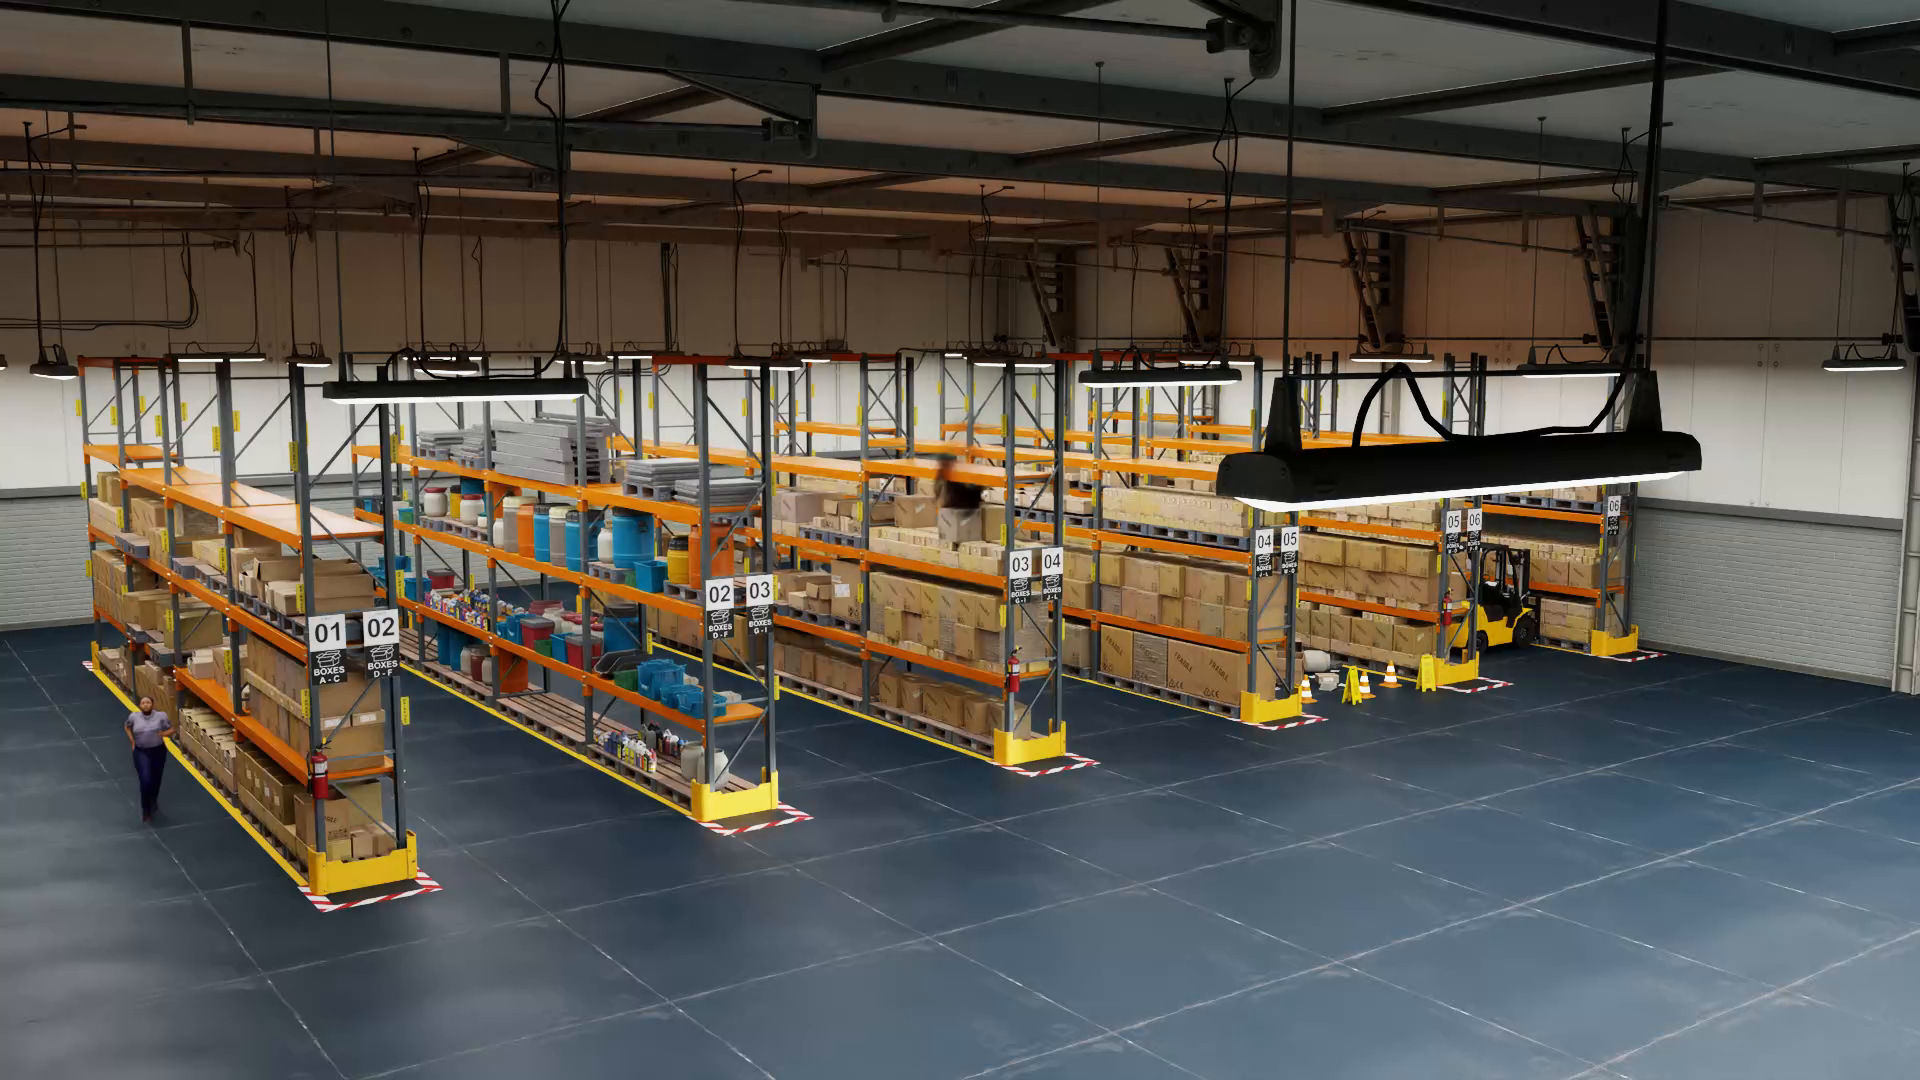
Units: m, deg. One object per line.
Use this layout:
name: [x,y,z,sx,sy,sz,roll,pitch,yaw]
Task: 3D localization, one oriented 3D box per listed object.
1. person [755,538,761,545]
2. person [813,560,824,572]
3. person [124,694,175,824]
person: [-4.802,0.776,38.733,0.726,1.727,0.670,-3,7,-22]
person: [-3.631,0.390,41.895,0.824,1.800,0.659,2,7,20]
person: [-10.697,2.875,22.011,0.574,1.719,0.754,-4,8,-32]
